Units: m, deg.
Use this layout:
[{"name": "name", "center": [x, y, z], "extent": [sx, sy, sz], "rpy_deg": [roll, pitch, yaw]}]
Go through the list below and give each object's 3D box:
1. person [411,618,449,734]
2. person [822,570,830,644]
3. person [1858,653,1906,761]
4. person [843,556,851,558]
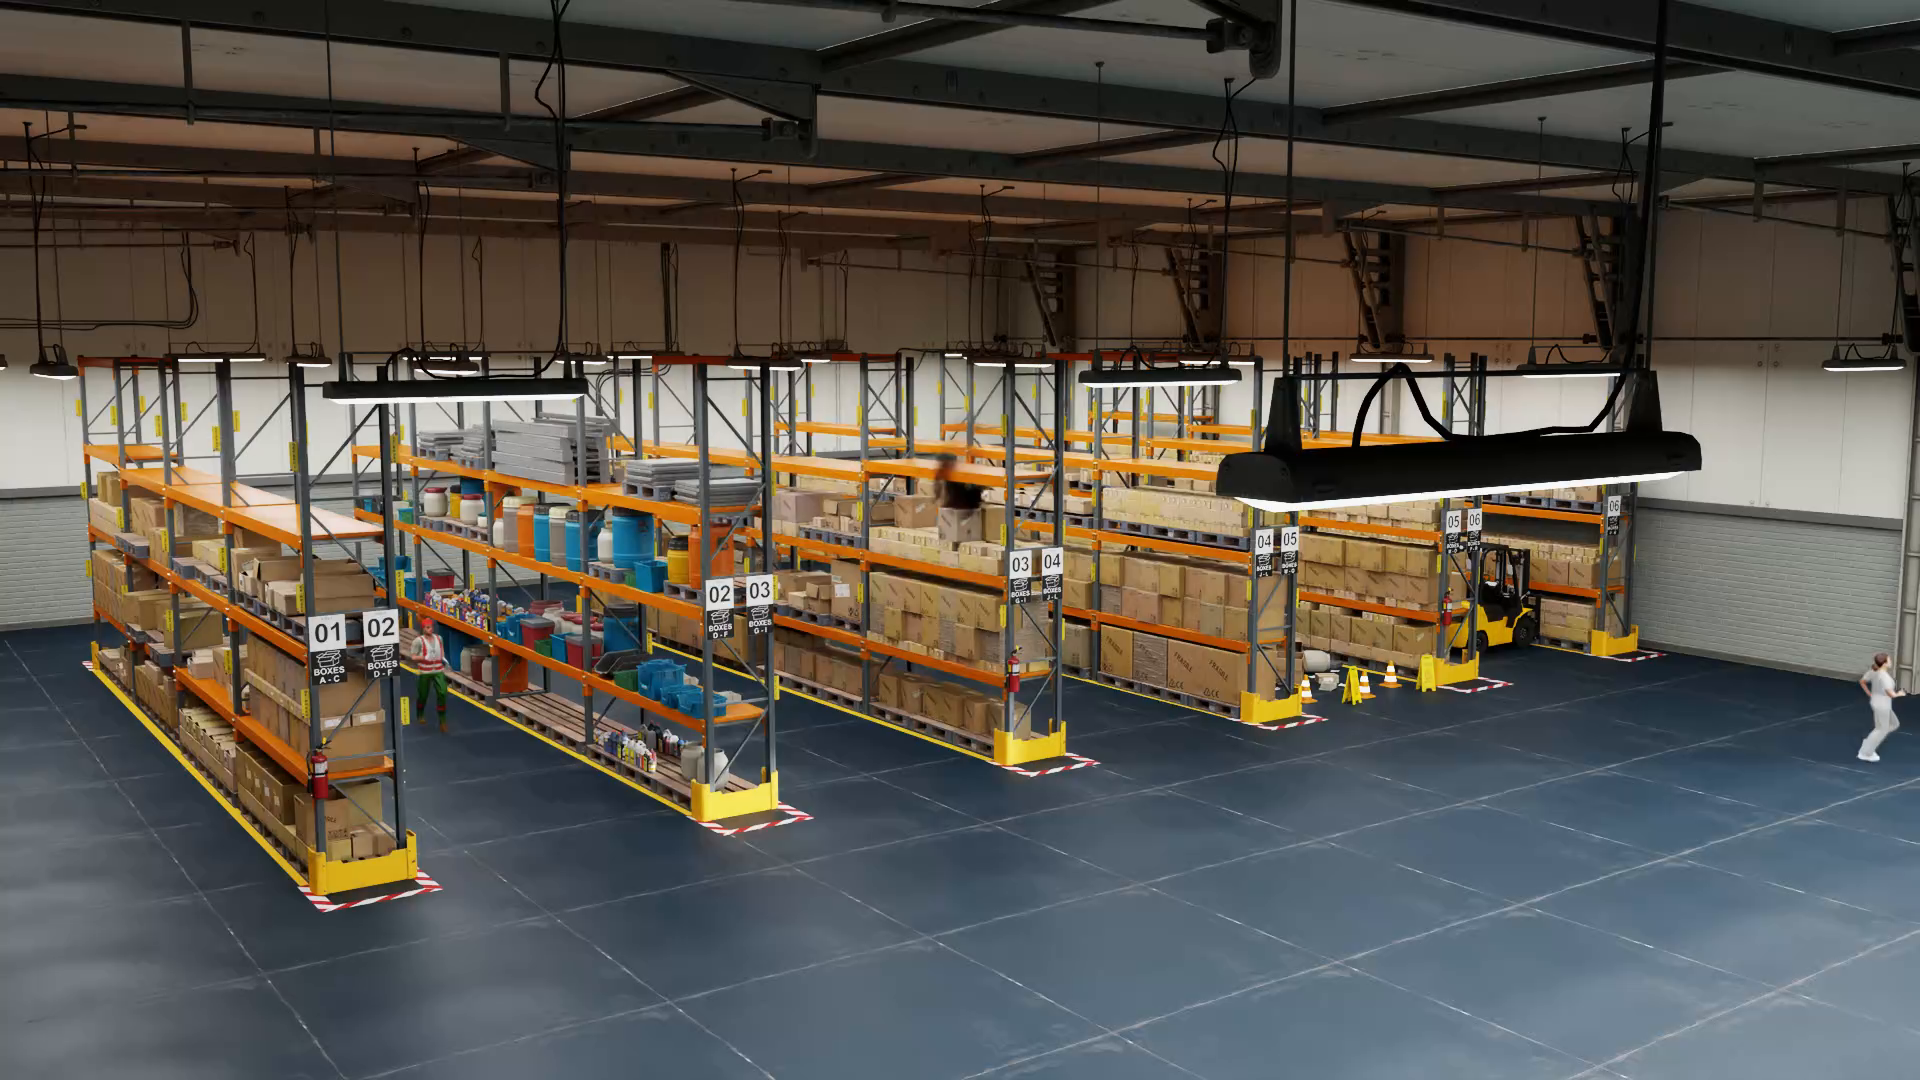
[{"name": "person", "center": [-8.568, 2.169, 26.910], "extent": [0.652, 1.831, 0.856], "rpy_deg": [-5, 9, -37]}, {"name": "person", "center": [-2.809, 1.434, 33.699], "extent": [0.617, 1.671, 0.696], "rpy_deg": [-7, 10, -44]}, {"name": "person", "center": [13.814, 2.493, 24.892], "extent": [0.621, 1.634, 0.543], "rpy_deg": [1, 7, 9]}, {"name": "person", "center": [-2.431, 1.154, 35.646], "extent": [0.587, 1.699, 0.898], "rpy_deg": [-6, 9, -40]}]
